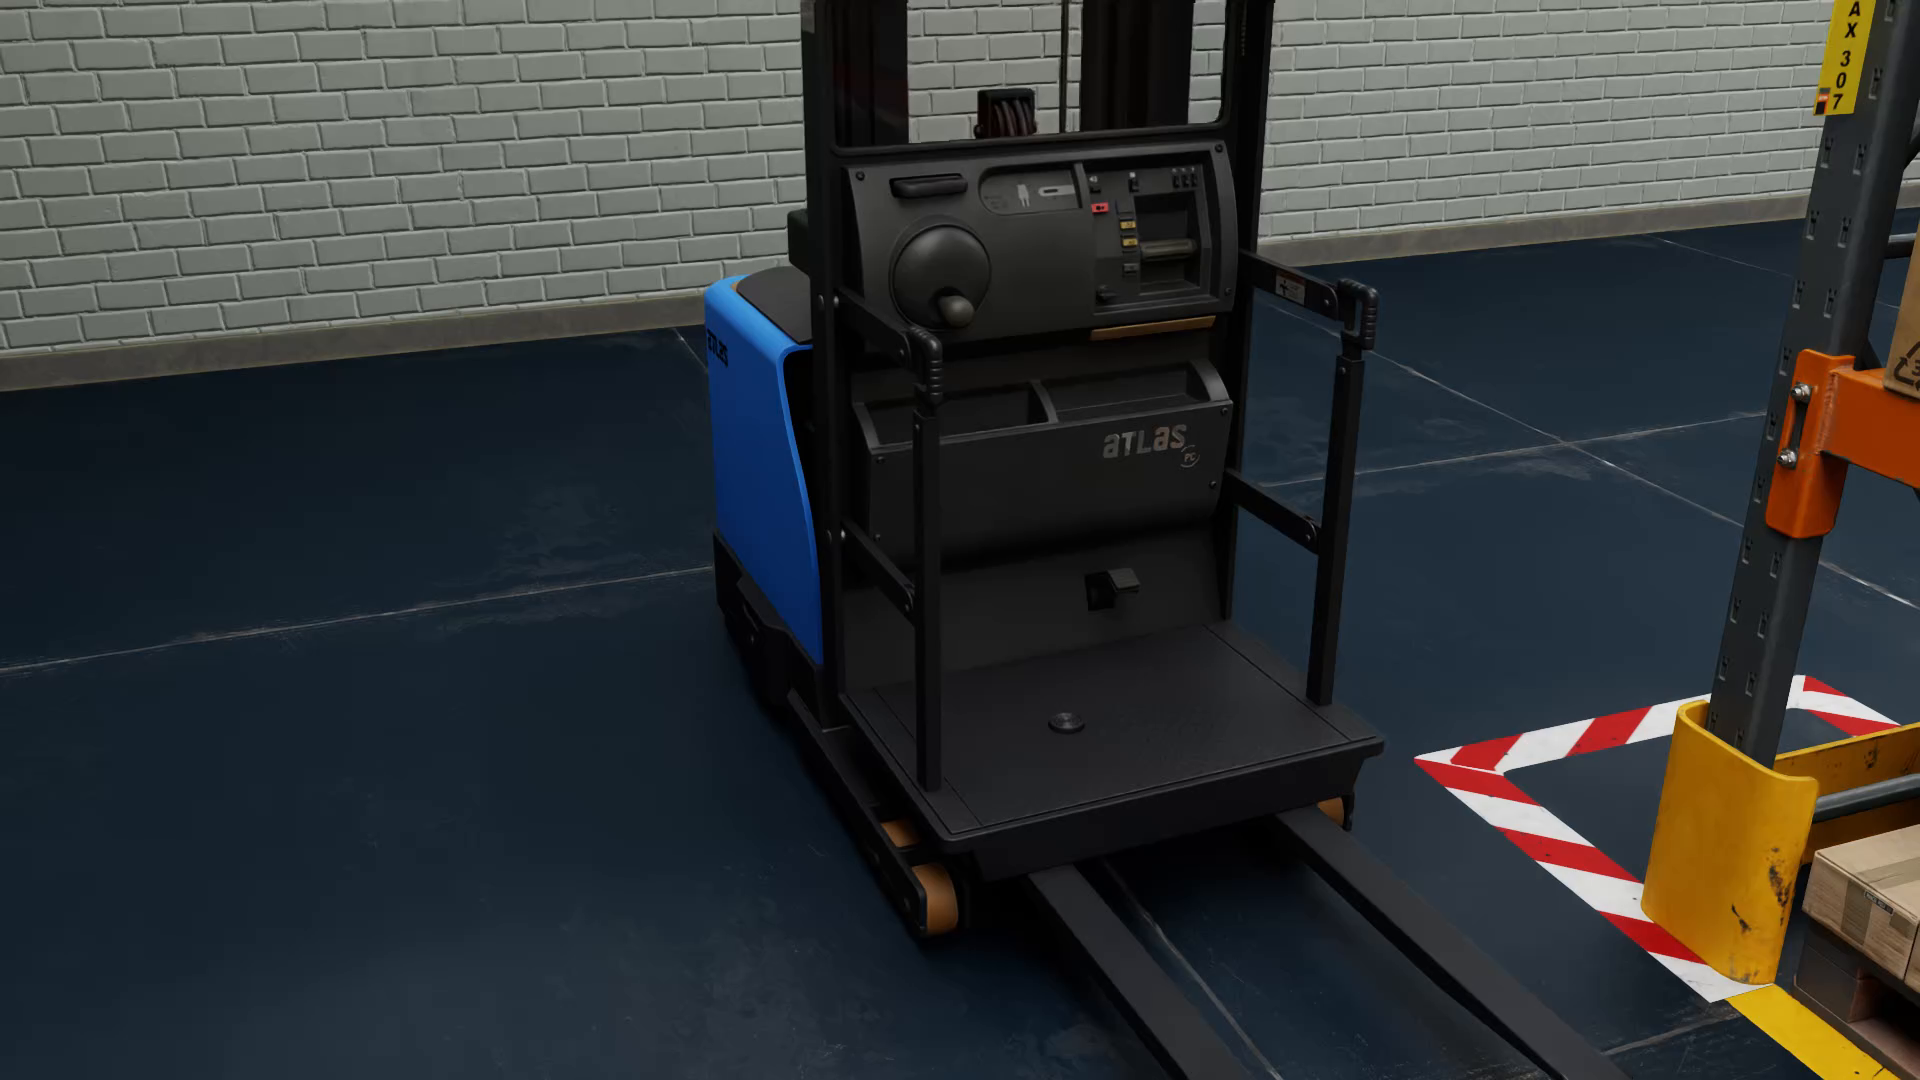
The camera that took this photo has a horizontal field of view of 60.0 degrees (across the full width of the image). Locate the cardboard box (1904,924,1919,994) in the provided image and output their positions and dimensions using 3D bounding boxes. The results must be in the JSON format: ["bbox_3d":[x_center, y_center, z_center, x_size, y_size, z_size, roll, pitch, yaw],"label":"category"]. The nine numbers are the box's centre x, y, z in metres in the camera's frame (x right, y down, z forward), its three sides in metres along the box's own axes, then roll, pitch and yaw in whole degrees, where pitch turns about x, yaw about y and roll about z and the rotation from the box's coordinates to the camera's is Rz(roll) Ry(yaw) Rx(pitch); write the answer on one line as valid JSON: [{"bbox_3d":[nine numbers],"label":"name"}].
[{"bbox_3d":[2.020,0.790,3.096,0.380,0.166,0.250,-8,24,-19],"label":"cardboard box"}]

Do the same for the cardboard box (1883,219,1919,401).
[{"bbox_3d":[2.015,-0.452,2.832,0.500,0.500,0.500,-8,24,-18],"label":"cardboard box"}]

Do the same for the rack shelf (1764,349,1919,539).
[{"bbox_3d":[2.811,0.455,1.735,1.077,0.370,4.000,-8,24,-19],"label":"rack shelf"}]

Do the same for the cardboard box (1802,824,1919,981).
[{"bbox_3d":[1.931,0.707,3.315,0.380,0.149,0.250,-8,24,-19],"label":"cardboard box"}]

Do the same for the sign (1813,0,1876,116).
[{"bbox_3d":[1.597,-0.928,2.975,0.100,0.325,0.005,-8,24,-19],"label":"sign"}]

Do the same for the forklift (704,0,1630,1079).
[{"bbox_3d":[0.287,-0.660,3.543,1.130,2.935,3.031,-9,25,-21],"label":"forklift"}]

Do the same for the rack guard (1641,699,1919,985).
[{"bbox_3d":[2.132,0.576,3.739,1.175,0.500,0.348,-8,24,-19],"label":"rack guard"}]

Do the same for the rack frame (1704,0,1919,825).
[{"bbox_3d":[2.105,-0.603,3.319,1.000,3.000,0.127,-8,24,-19],"label":"rack frame"}]

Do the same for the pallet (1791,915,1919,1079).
[{"bbox_3d":[2.414,0.999,3.109,1.003,0.211,1.213,-8,24,-19],"label":"pallet"}]
